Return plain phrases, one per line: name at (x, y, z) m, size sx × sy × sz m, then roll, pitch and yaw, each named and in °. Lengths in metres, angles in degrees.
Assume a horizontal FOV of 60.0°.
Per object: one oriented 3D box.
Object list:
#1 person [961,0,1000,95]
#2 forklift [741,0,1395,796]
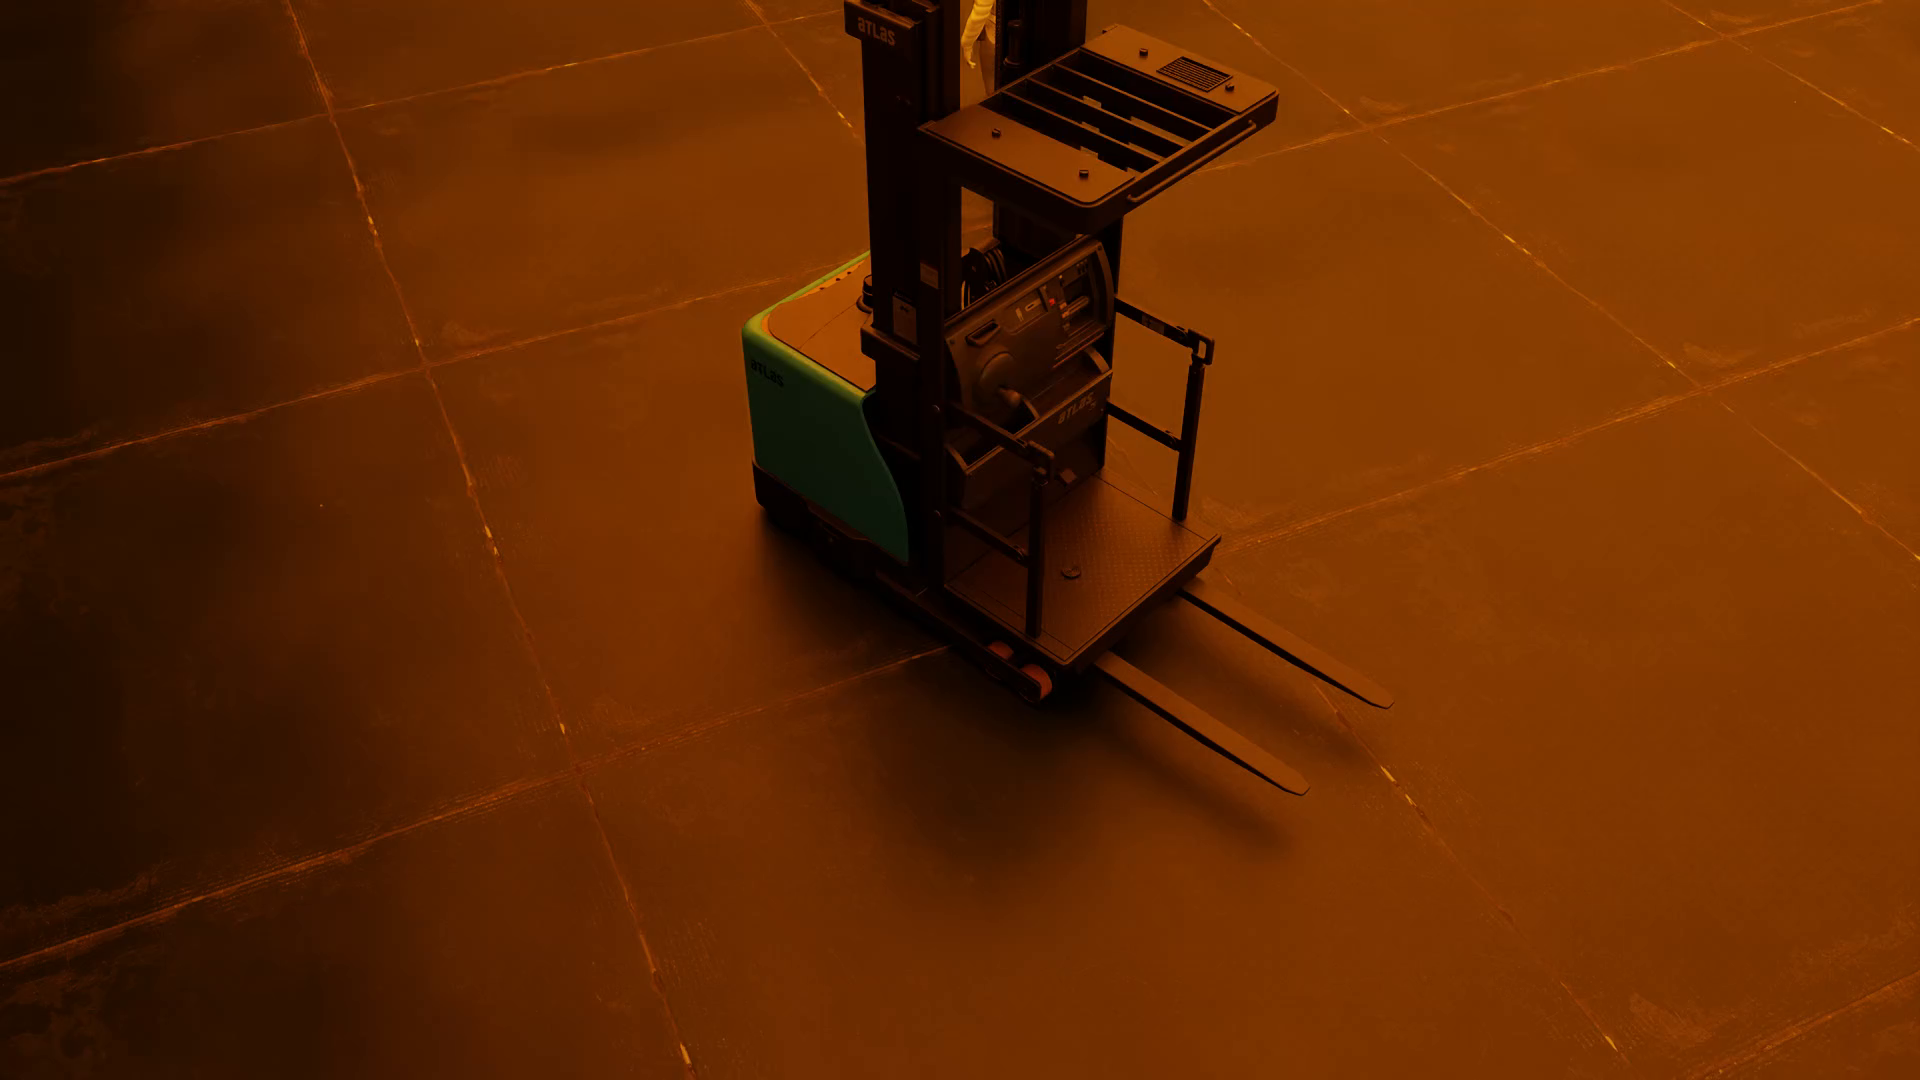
person at (0.243, -2.981, 9.770) m, size 0.588 × 1.694 × 0.531 m, roll -23°, pitch 48°, yaw -23°
forklift at (0.445, -0.788, 6.525) m, size 3.031 × 2.935 × 1.130 m, roll 32°, pitch 52°, yaw 30°
